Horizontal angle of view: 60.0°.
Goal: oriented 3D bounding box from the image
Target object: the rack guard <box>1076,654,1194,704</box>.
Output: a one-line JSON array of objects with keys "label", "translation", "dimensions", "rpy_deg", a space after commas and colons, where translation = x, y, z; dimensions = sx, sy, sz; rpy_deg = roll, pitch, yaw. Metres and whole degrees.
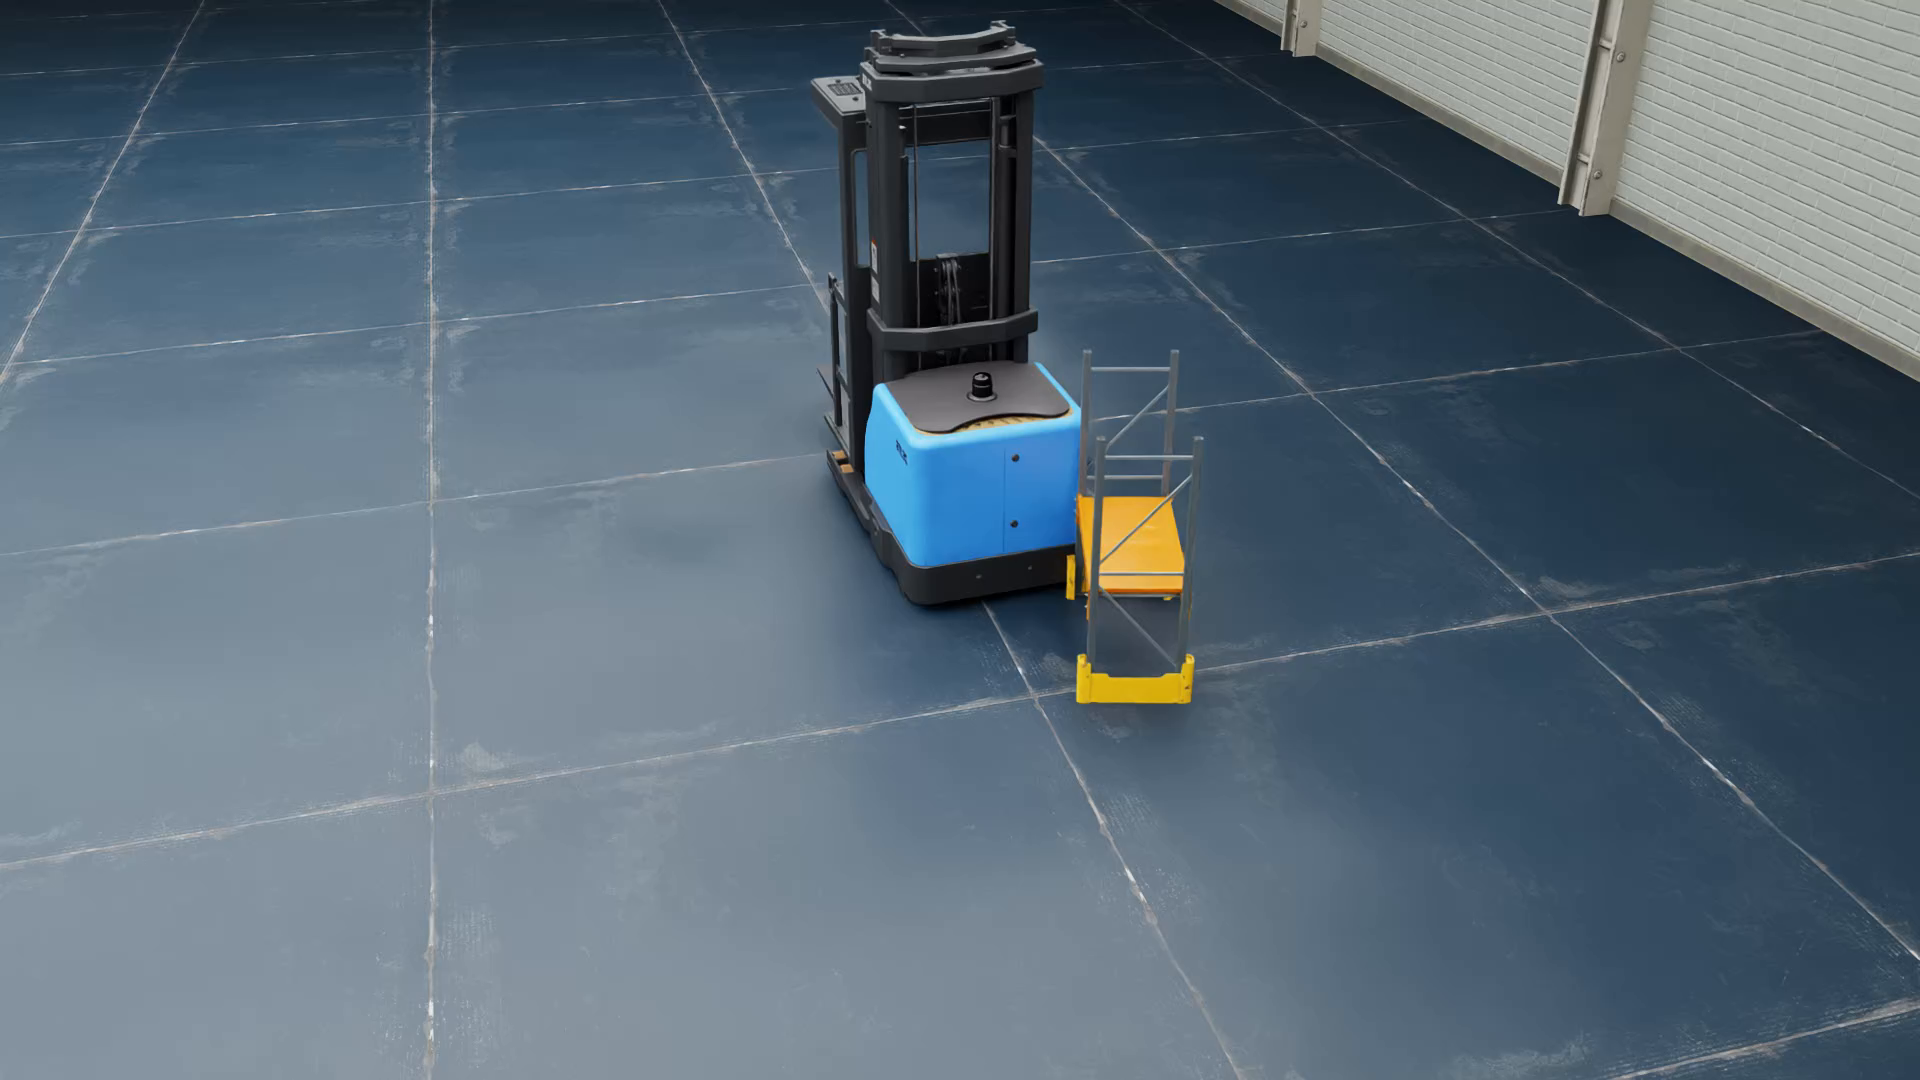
[{"label": "rack guard", "translation": [0.893, 0.711, 8.502], "dimensions": [0.587, 0.250, 0.087], "rpy_deg": [0, 30, 0]}]

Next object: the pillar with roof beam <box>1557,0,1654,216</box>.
[{"label": "pillar with roof beam", "translation": [1.568, -6.365, 11.995], "dimensions": [9.100, 9.000, 0.400], "rpy_deg": [-8, 31, -13]}]

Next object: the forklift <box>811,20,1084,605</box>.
[{"label": "forklift", "translation": [-0.216, -1.636, 9.881], "dimensions": [1.130, 2.935, 3.031], "rpy_deg": [-9, 31, -15]}]

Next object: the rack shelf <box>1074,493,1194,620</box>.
[{"label": "rack shelf", "translation": [0.894, 0.072, 8.718], "dimensions": [0.538, 0.185, 1.000], "rpy_deg": [0, 30, 0]}]

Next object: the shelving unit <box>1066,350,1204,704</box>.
[{"label": "shelving unit", "translation": [0.894, -0.079, 8.620], "dimensions": [0.587, 1.500, 1.083], "rpy_deg": [0, 30, 0]}]

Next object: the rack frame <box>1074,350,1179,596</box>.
[{"label": "rack frame", "translation": [0.896, -0.338, 9.068], "dimensions": [0.500, 1.500, 0.032], "rpy_deg": [0, 30, 0]}]

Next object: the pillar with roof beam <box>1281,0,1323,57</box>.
[{"label": "pillar with roof beam", "translation": [-0.024, -9.263, 17.001], "dimensions": [9.100, 9.000, 0.400], "rpy_deg": [-8, 31, -13]}]

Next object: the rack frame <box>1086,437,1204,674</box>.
[{"label": "rack frame", "translation": [0.893, 0.171, 8.188], "dimensions": [0.500, 1.500, 0.032], "rpy_deg": [0, 30, 0]}]

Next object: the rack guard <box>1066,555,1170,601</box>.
[{"label": "rack guard", "translation": [0.895, 0.212, 9.364], "dimensions": [0.587, 0.250, 0.087], "rpy_deg": [0, 30, 0]}]
